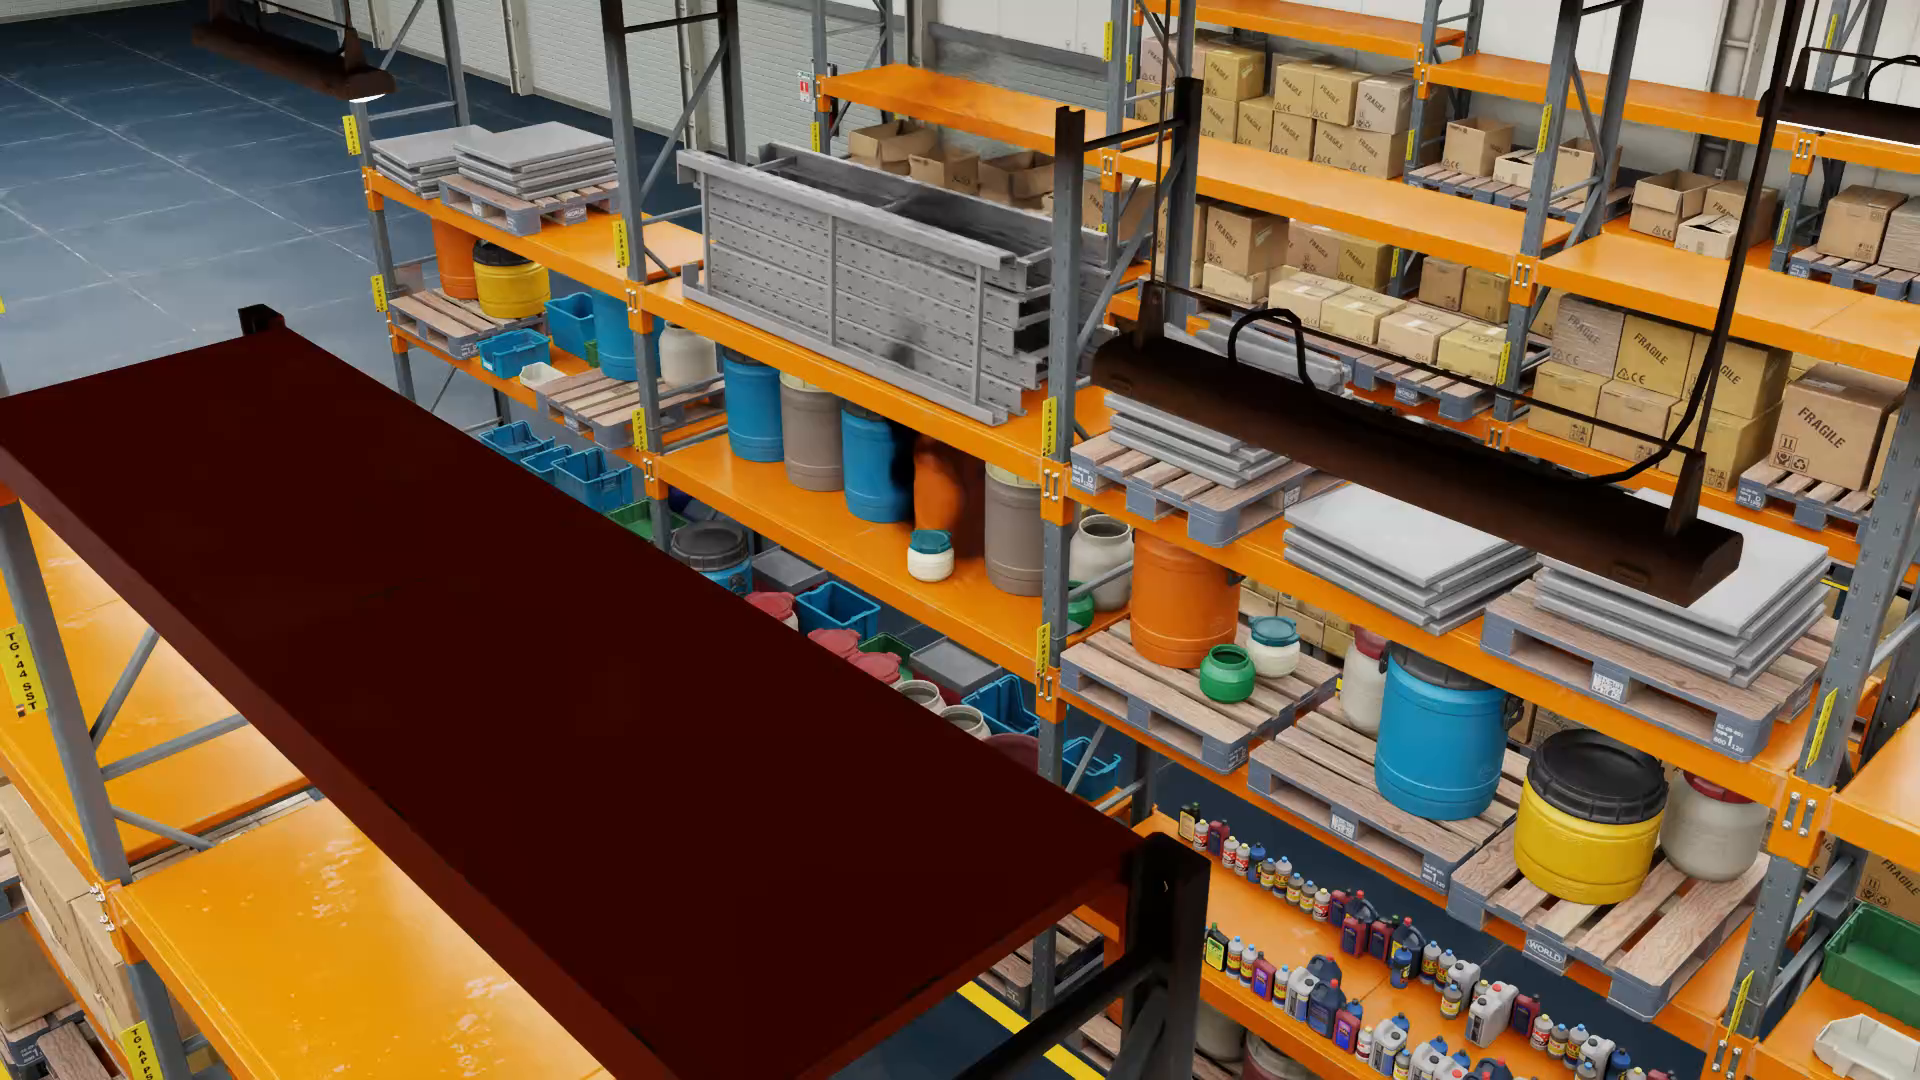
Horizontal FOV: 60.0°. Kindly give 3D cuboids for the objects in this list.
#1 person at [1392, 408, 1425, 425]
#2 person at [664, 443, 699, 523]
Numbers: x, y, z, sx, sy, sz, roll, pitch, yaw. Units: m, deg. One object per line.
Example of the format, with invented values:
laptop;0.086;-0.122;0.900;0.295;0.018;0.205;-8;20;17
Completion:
person;4.294;-0.686;16.316;0.605;1.743;0.657;19;33;31
person;-2.721;-0.466;16.056;0.584;1.606;0.609;14;31;25
